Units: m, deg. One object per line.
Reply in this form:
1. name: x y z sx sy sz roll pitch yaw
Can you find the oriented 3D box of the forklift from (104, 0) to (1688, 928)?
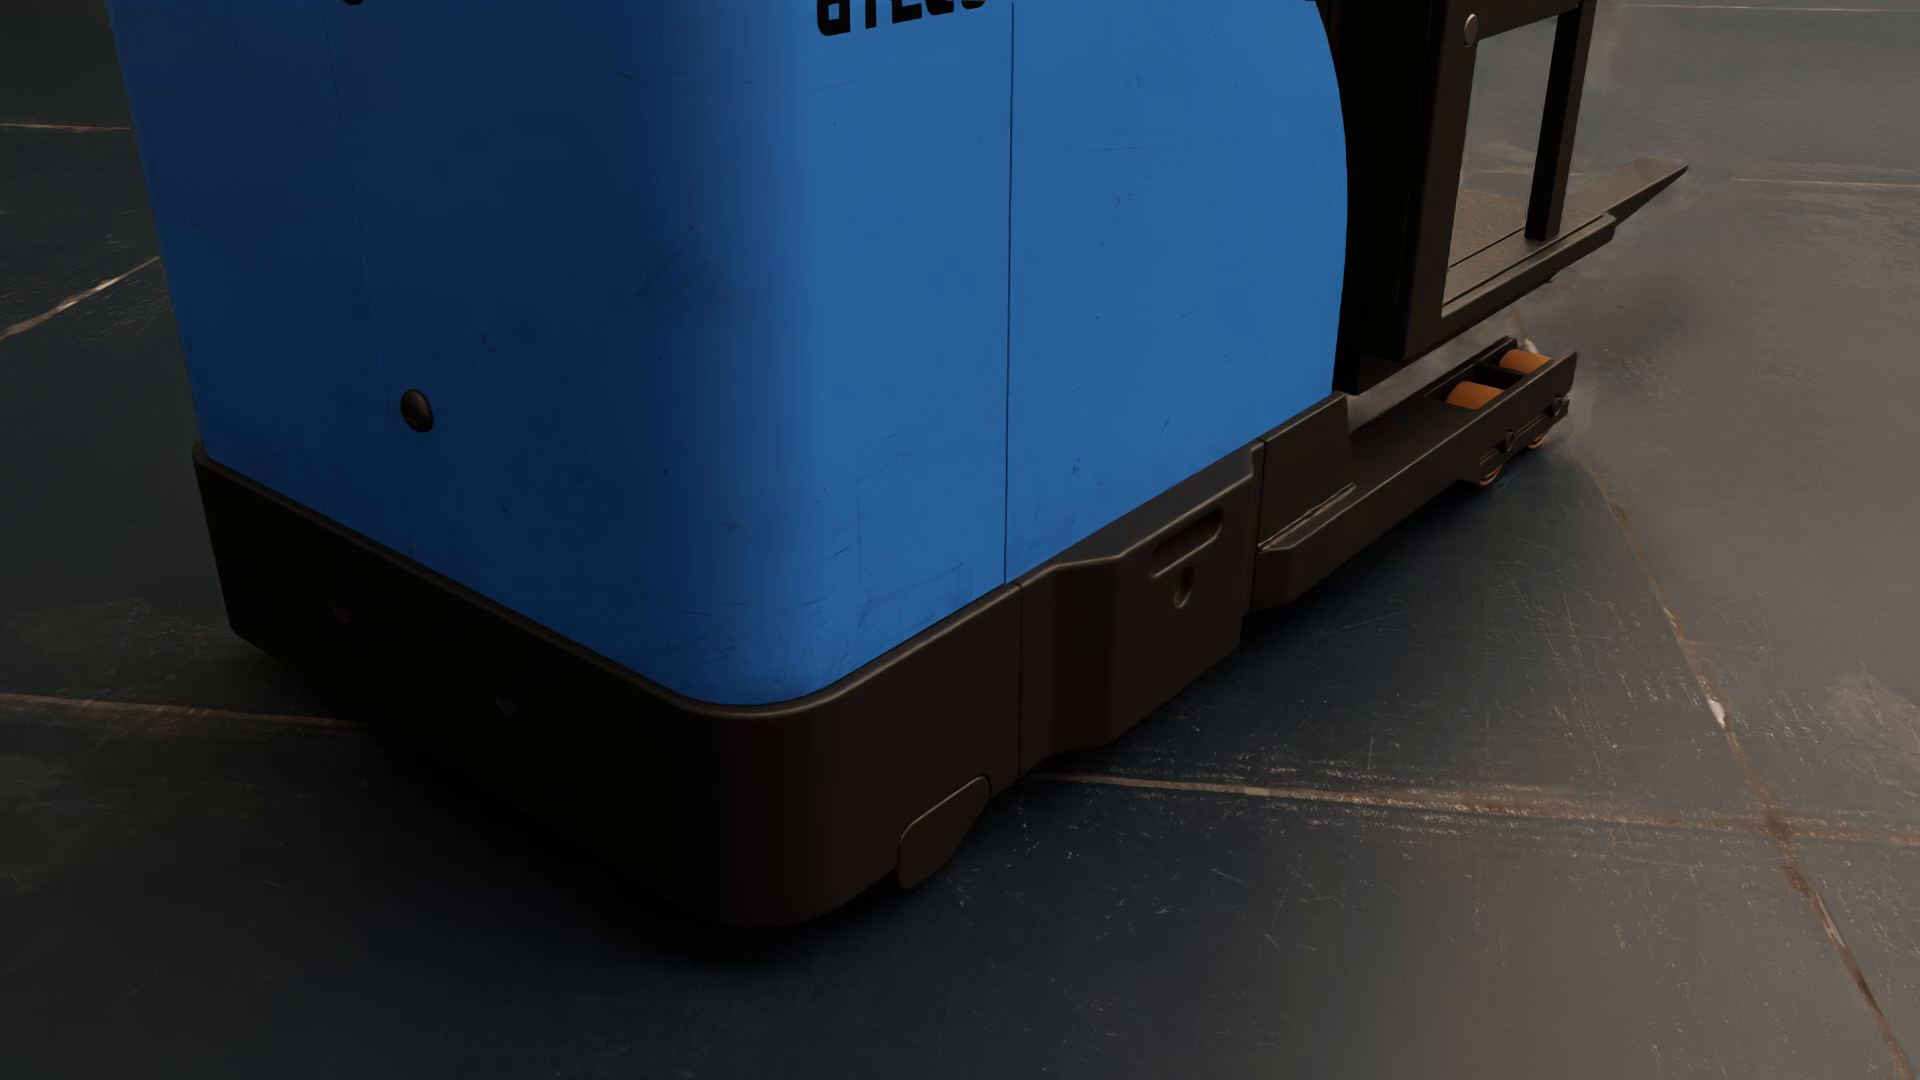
1. forklift: 0.384 -1.525 2.274 1.130 2.935 3.031 20 33 35
